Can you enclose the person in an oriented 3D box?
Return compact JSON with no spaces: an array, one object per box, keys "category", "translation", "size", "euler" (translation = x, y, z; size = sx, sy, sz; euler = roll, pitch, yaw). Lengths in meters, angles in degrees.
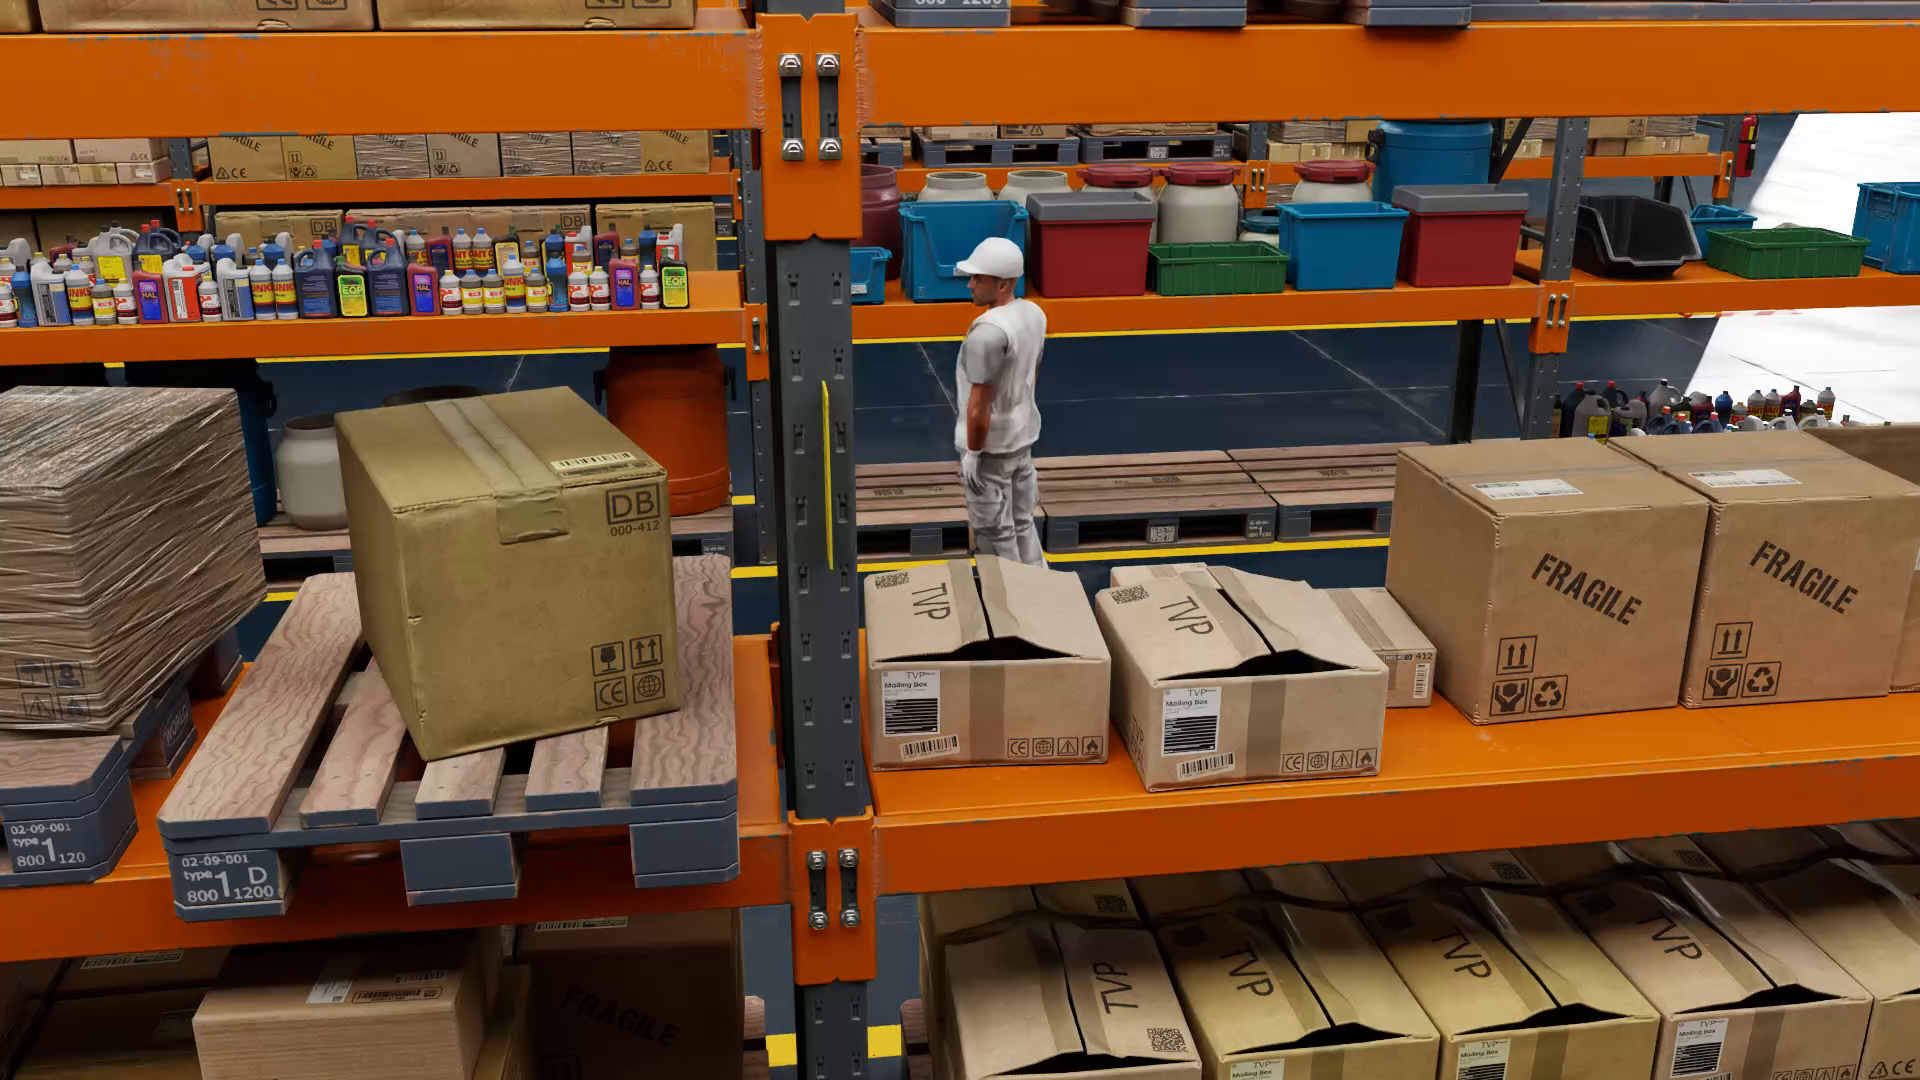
[{"category":"person","translation":[0.186,-0.413,7.129],"size":[0.403,1.788,0.651],"euler":[12,23,31]}]
